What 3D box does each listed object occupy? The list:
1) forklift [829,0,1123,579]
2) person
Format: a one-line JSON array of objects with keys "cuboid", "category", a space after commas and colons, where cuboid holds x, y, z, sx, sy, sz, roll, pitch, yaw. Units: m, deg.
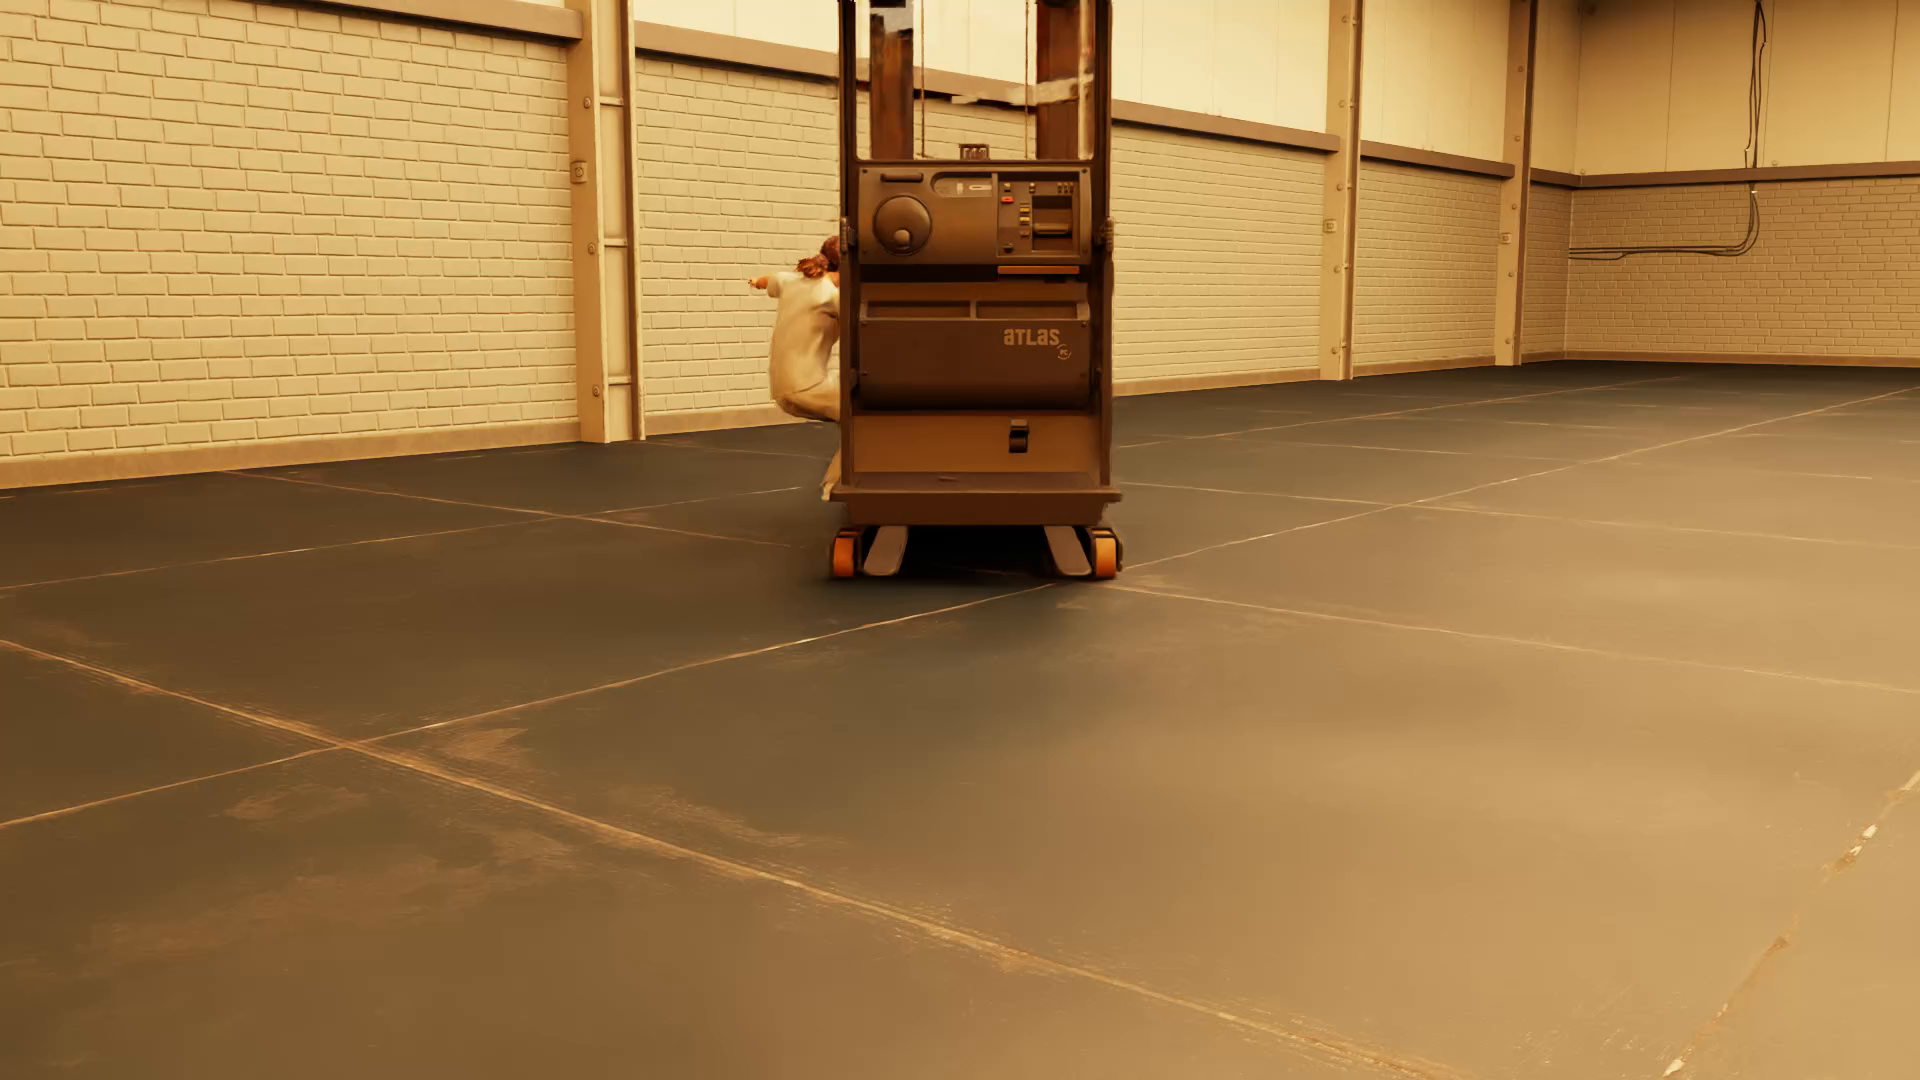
[{"cuboid": [0.060, -1.342, 6.456, 1.130, 2.935, 3.031, 0, 8, 0], "category": "forklift"}, {"cuboid": [-0.626, -0.796, 8.164, 0.700, 1.381, 1.455, -6, 10, -35], "category": "person"}]
